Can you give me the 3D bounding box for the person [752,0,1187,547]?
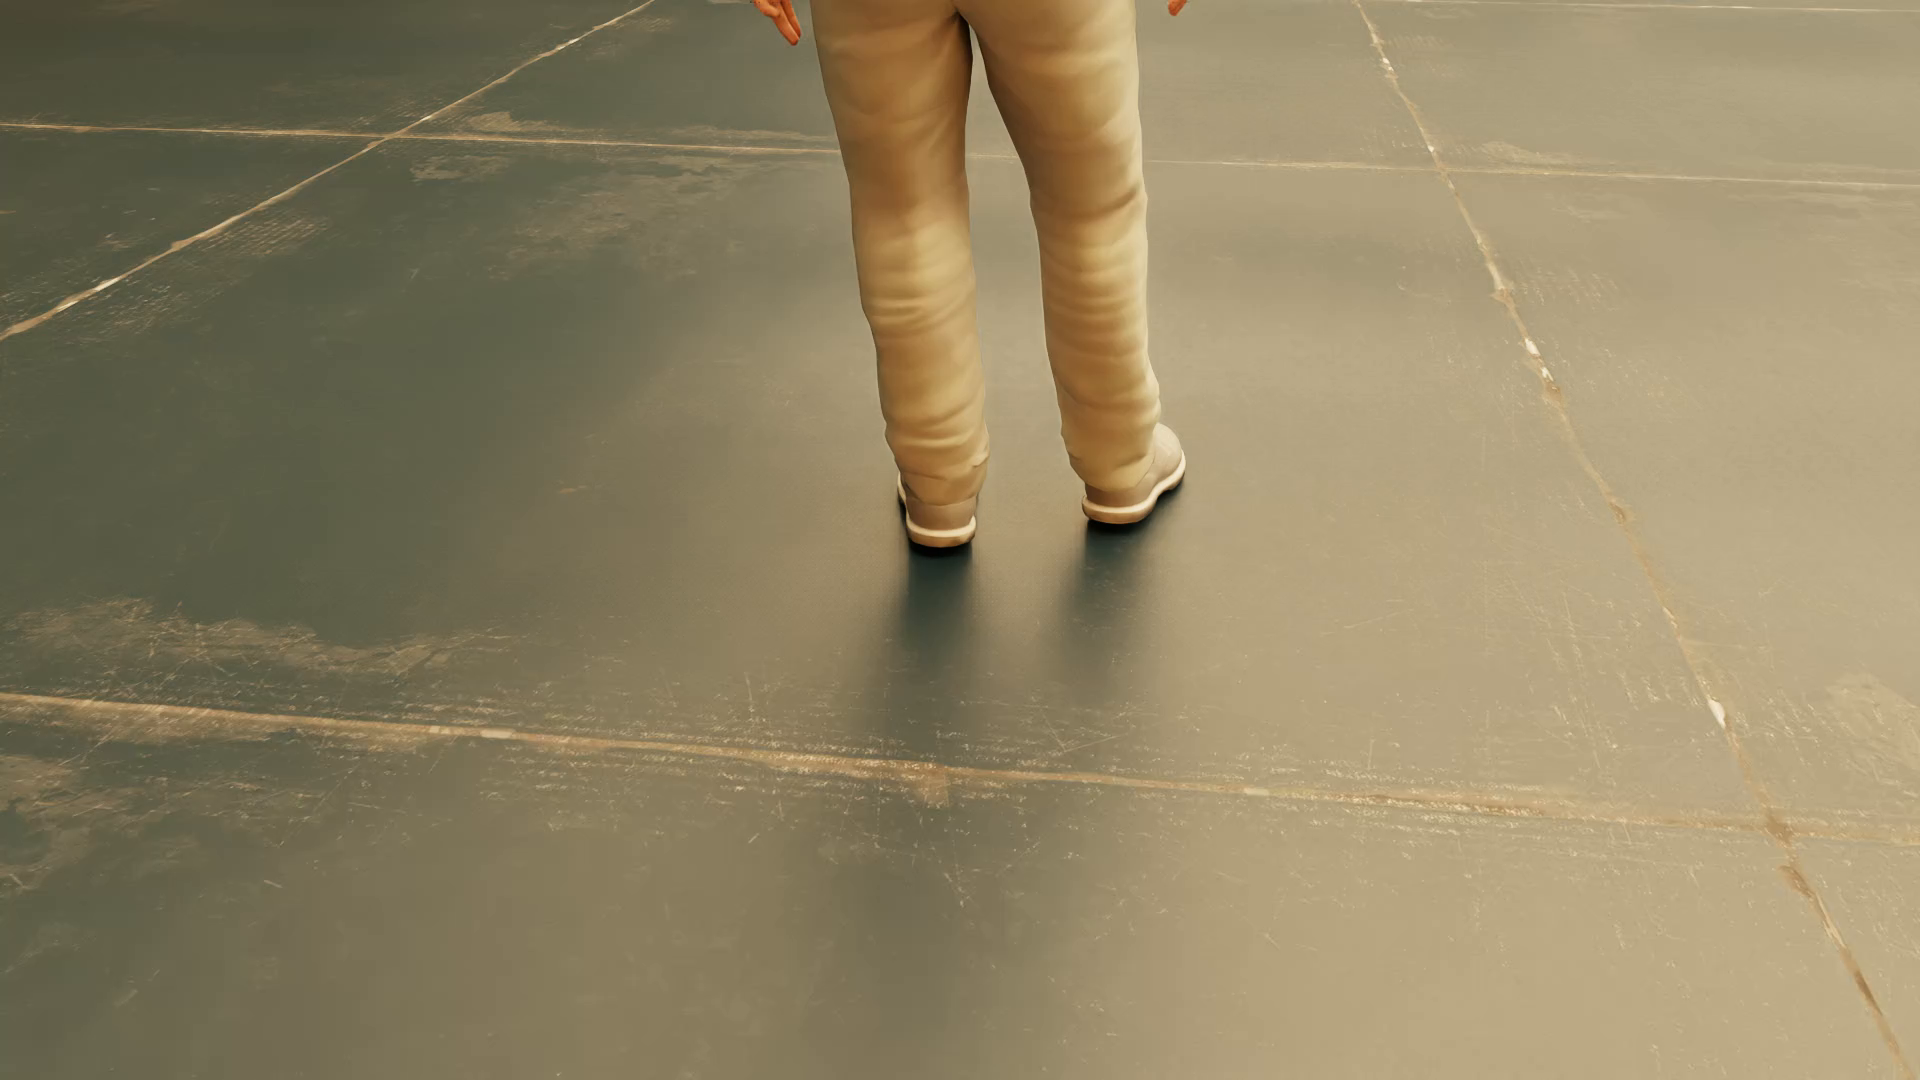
[{"bbox_3d":[0.022,-0.837,2.166,0.640,1.781,0.575,3,27,7],"label":"person"}]
